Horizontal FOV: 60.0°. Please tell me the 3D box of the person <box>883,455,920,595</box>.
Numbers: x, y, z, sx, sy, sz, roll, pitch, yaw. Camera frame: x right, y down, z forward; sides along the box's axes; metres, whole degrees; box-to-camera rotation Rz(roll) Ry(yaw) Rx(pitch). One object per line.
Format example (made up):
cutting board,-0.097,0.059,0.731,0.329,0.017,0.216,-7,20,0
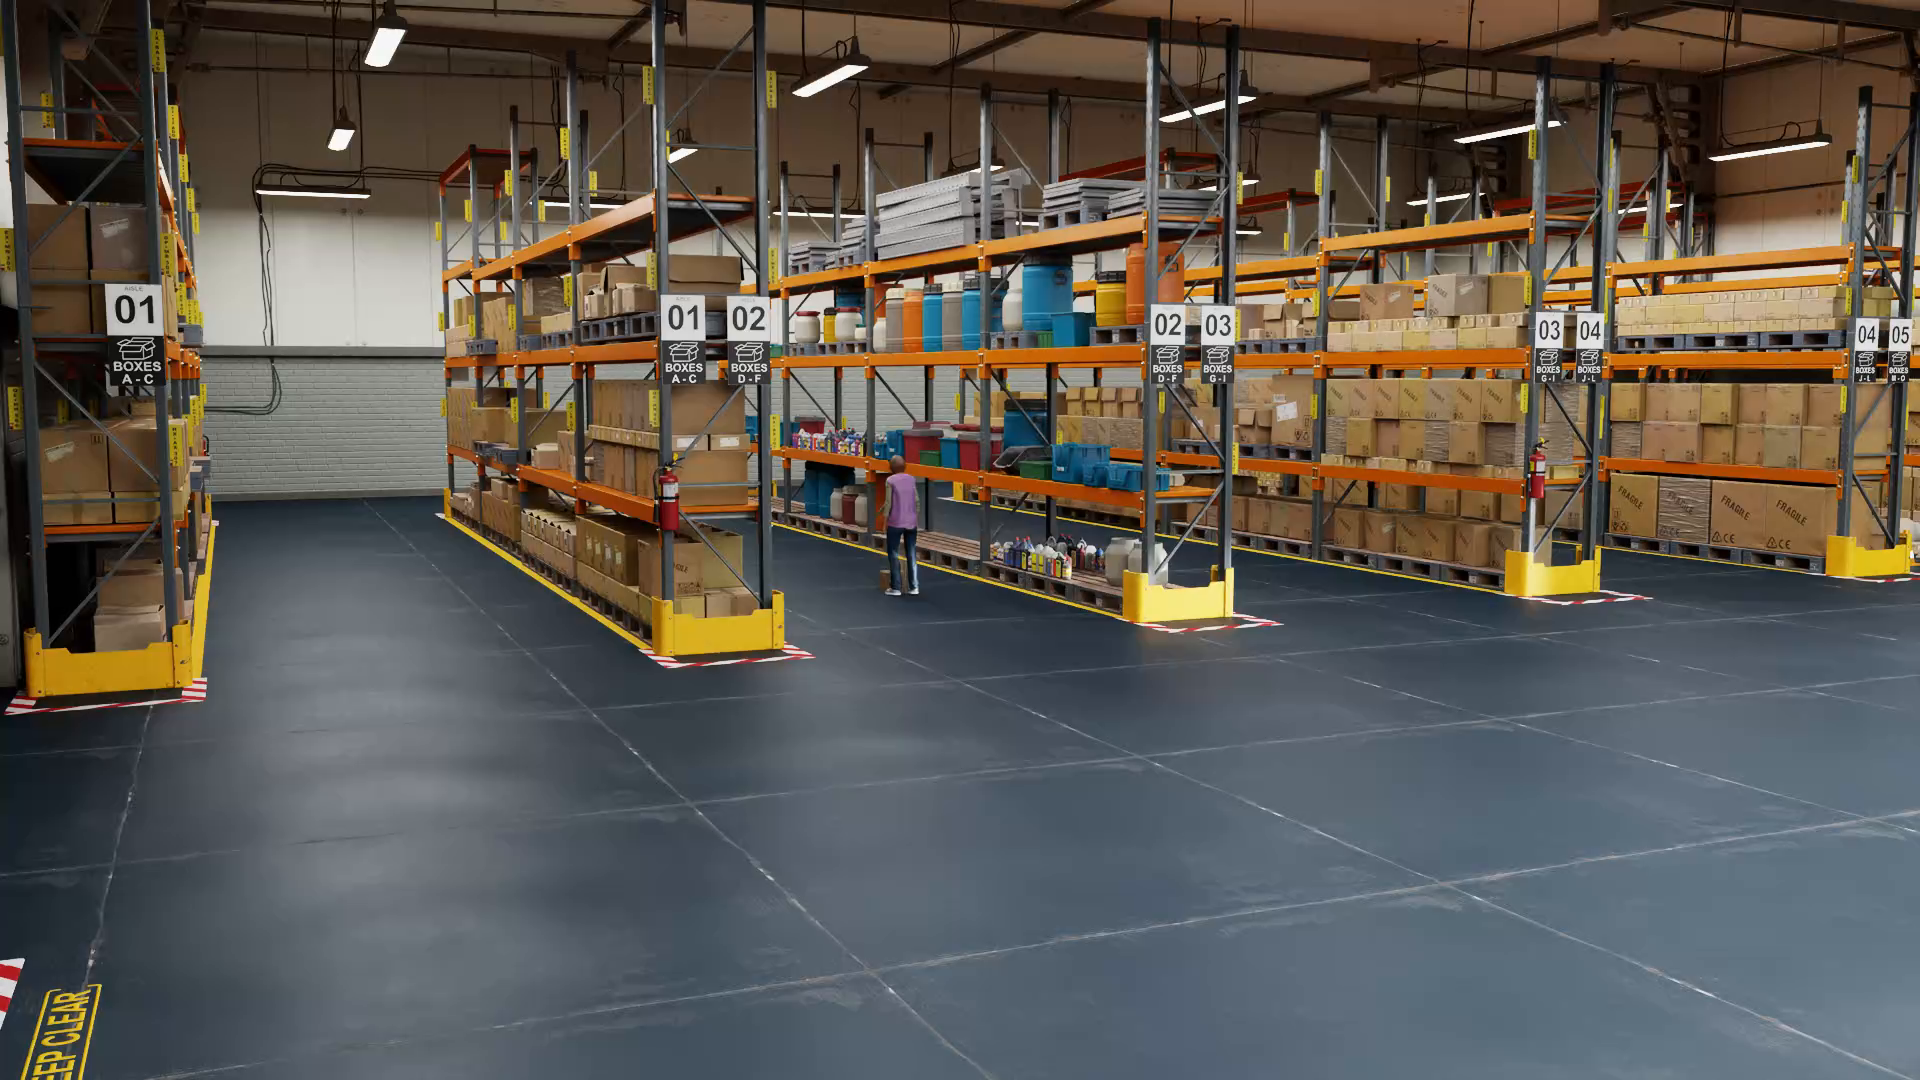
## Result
person,-0.667,-0.164,18.892,0.471,1.592,0.348,-3,6,-26
